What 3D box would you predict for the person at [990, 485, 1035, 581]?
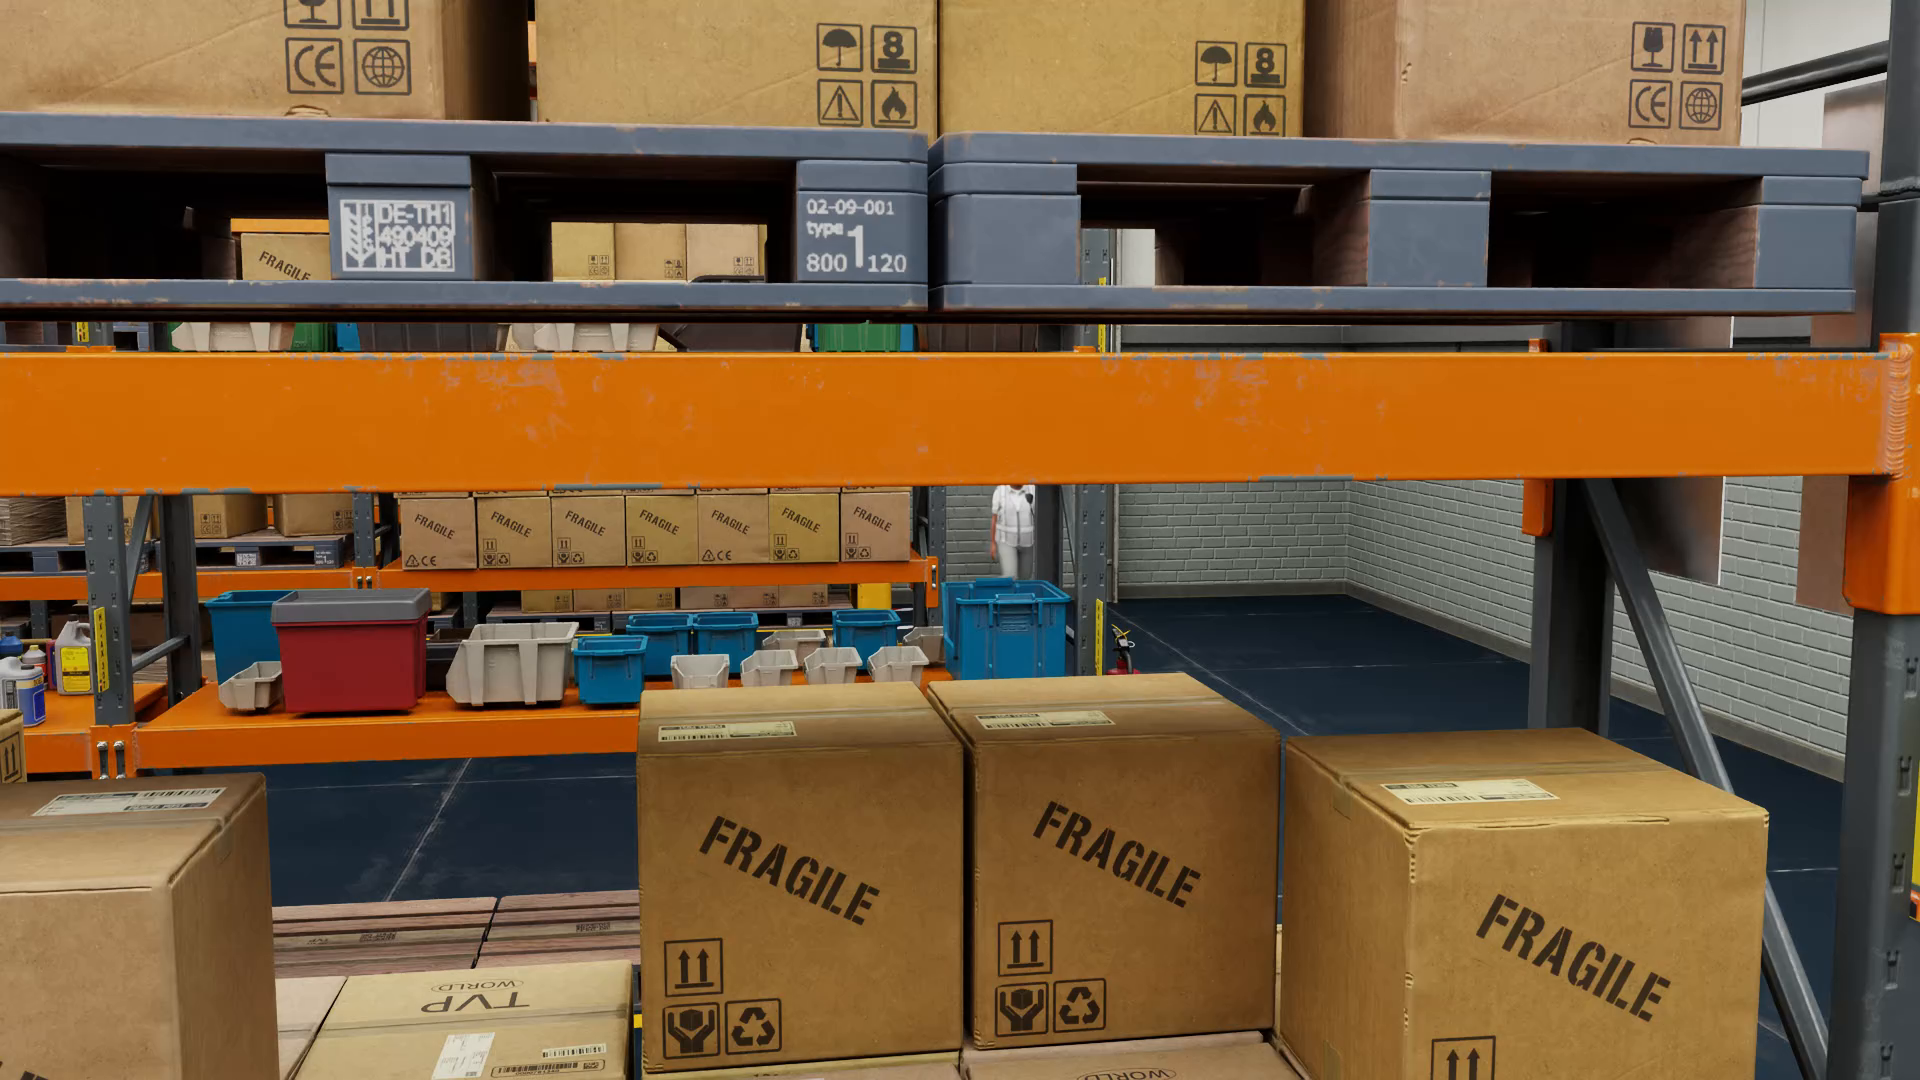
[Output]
[{"bbox_3d":[0.595,0.008,17.066,0.557,1.719,1.034,-1,6,-7],"label":"person"}]
